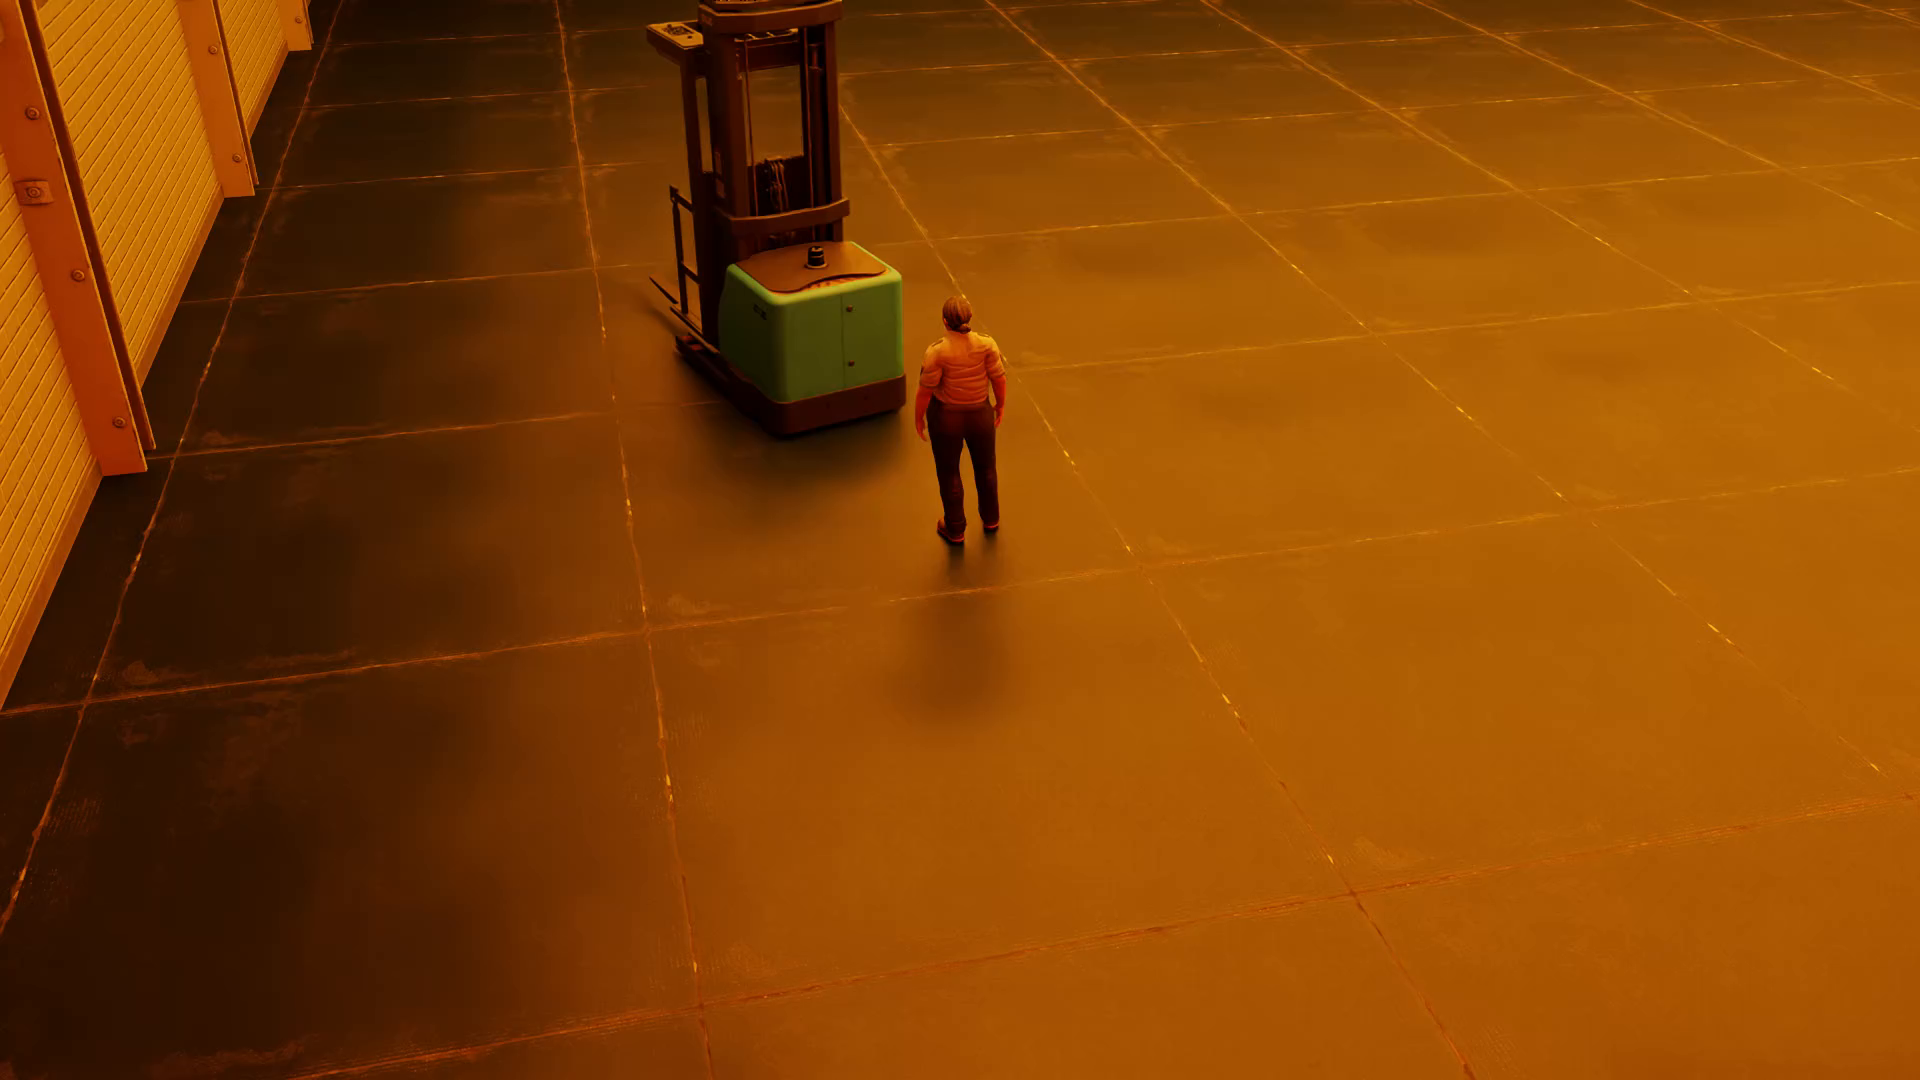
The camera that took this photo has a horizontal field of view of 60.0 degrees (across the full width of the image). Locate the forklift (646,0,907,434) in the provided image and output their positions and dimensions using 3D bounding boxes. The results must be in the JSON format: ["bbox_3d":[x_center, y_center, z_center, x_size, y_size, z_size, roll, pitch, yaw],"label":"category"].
[{"bbox_3d":[-1.556,-2.715,12.264,1.130,2.935,3.031,-16,34,-25],"label":"forklift"}]

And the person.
[{"bbox_3d":[0.001,-0.761,10.166,0.599,1.640,0.503,-7,31,-12],"label":"person"}]
